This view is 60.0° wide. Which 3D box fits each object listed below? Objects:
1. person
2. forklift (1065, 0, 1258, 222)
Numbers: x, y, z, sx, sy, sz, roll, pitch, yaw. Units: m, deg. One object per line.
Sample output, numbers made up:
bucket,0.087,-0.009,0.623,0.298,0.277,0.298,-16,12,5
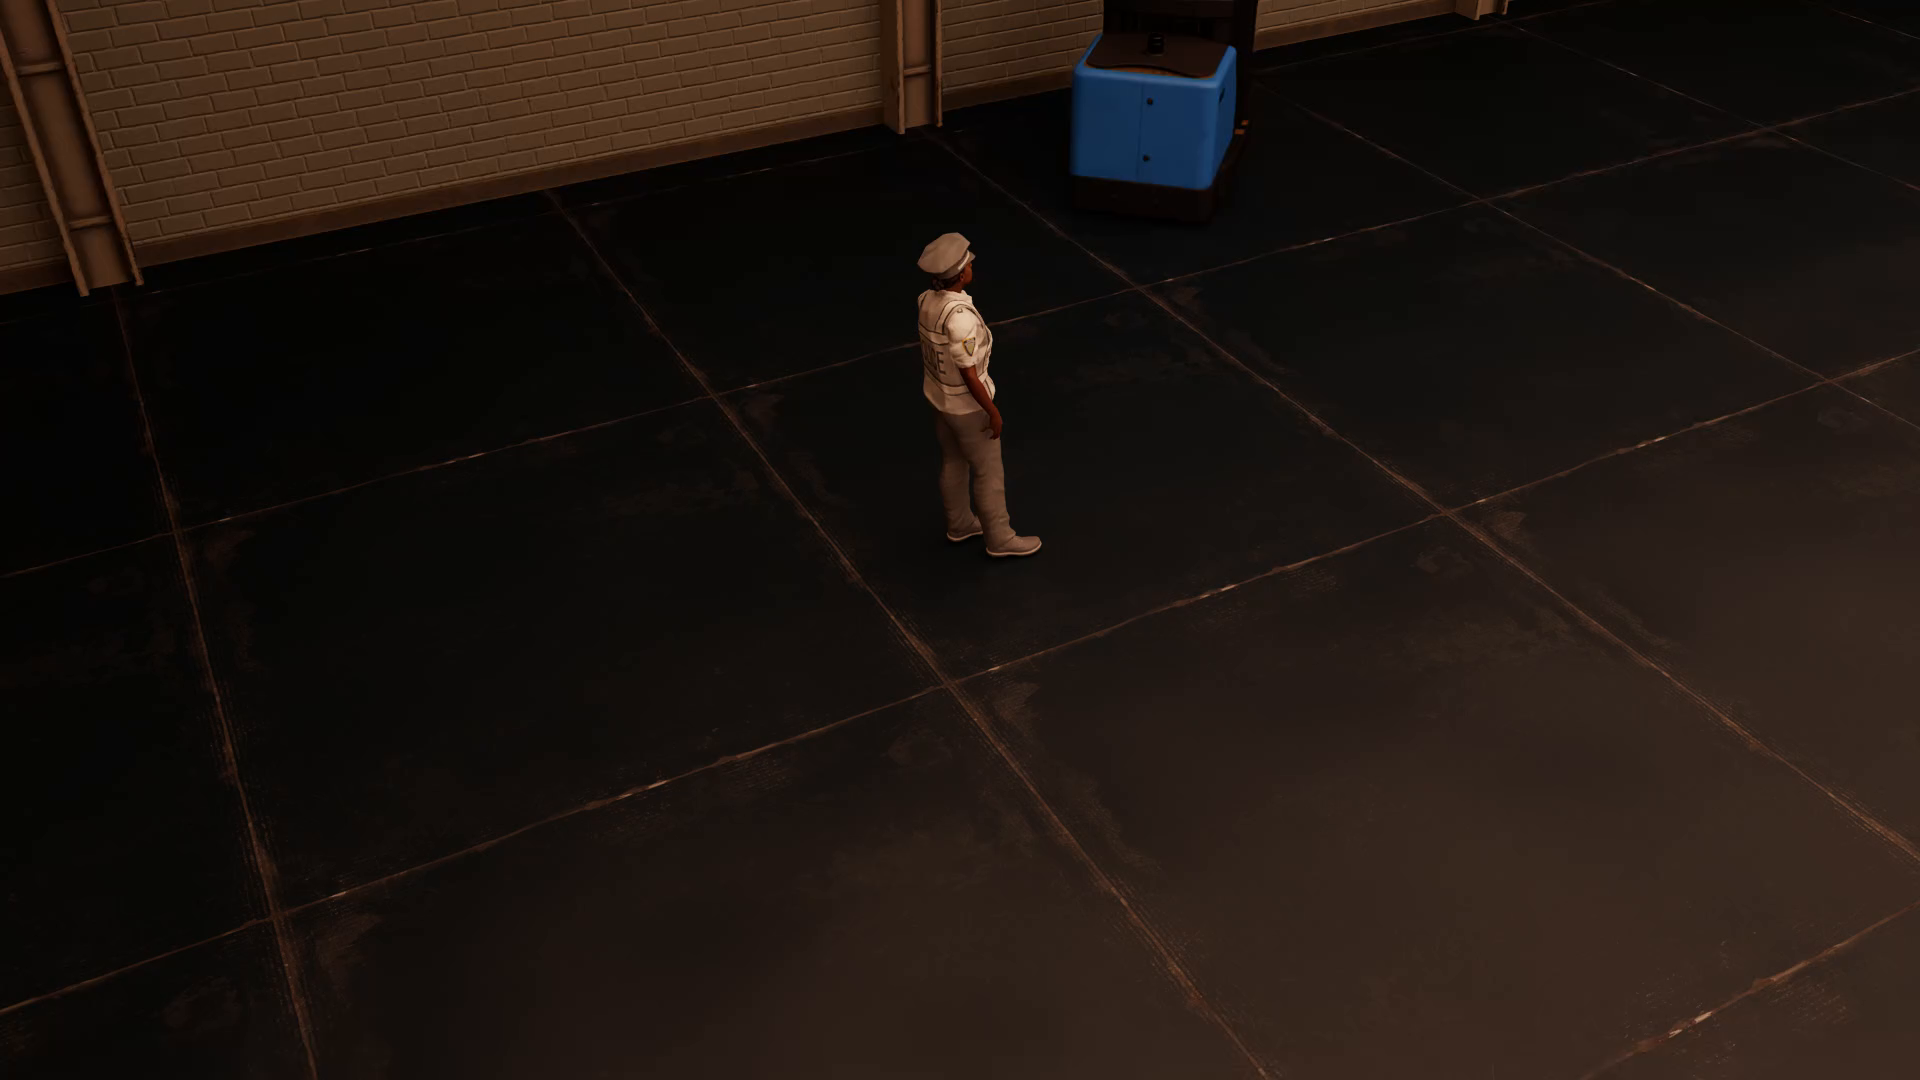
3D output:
person,0.076,-0.708,8.183,0.528,1.695,0.569,-17,39,-23
forklift,1.668,-4.283,12.183,1.130,2.935,3.031,10,36,13
